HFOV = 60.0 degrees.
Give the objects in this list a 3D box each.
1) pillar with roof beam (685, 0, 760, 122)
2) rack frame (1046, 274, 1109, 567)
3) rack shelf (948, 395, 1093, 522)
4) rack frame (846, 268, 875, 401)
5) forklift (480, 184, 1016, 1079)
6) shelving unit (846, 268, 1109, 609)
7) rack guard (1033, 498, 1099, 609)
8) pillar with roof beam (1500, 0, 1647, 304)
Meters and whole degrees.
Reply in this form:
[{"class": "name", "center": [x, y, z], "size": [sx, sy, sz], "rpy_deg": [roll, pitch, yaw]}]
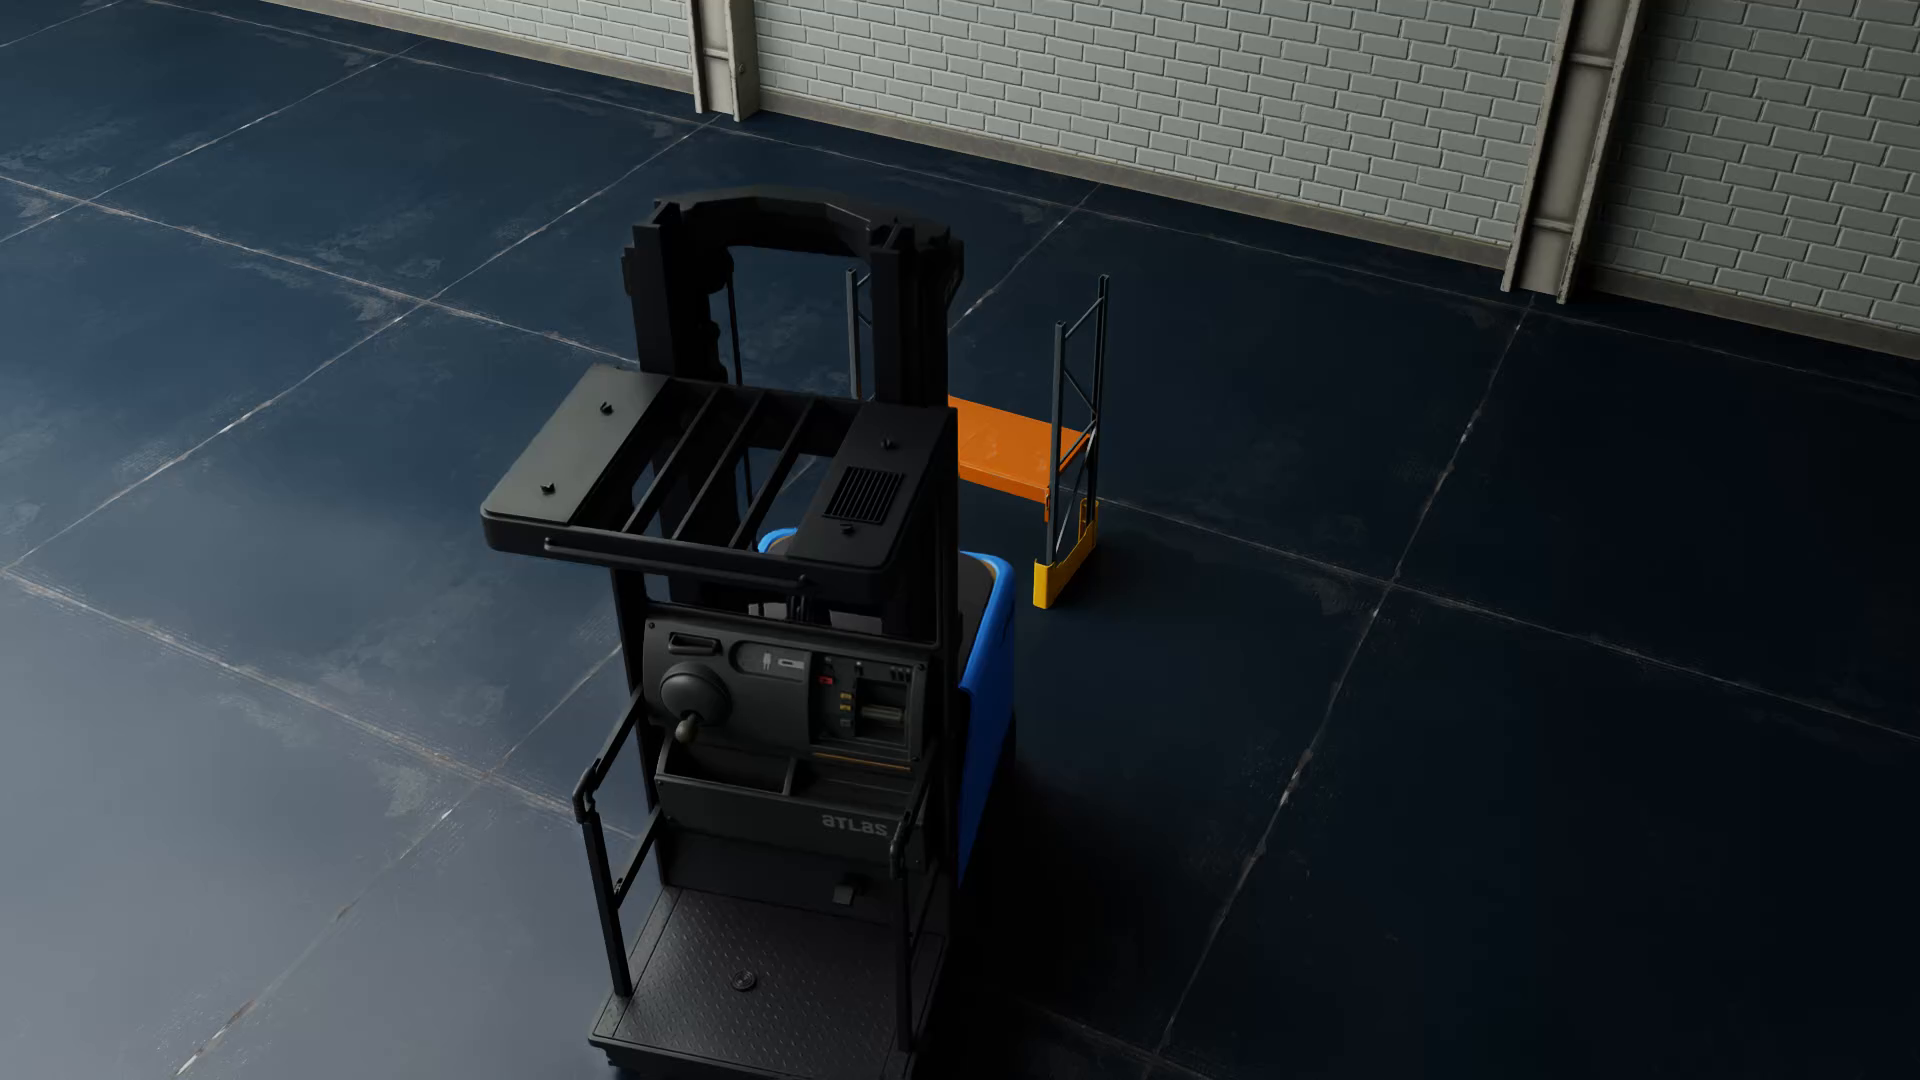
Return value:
[{"class": "pillar with roof beam", "center": [-3.719, -4.514, 6.754], "size": [0.400, 9.000, 9.100], "rpy_deg": [17, 41, 21]}, {"class": "rack frame", "center": [0.527, -0.432, 7.579], "size": [0.032, 1.500, 0.500], "rpy_deg": [17, 41, 21]}, {"class": "rack shelf", "center": [0.076, -0.430, 7.874], "size": [1.000, 0.185, 0.538], "rpy_deg": [17, 41, 21]}, {"class": "rack frame", "center": [-0.376, -0.715, 7.952], "size": [0.032, 1.500, 0.500], "rpy_deg": [17, 41, 21]}, {"class": "forklift", "center": [-0.603, 0.556, 5.093], "size": [1.130, 2.935, 3.031], "rpy_deg": [8, 38, 10]}, {"class": "shelving unit", "center": [0.068, -0.576, 7.769], "size": [1.083, 1.500, 0.587], "rpy_deg": [17, 41, 21]}, {"class": "rack guard", "center": [0.510, 0.060, 7.964], "size": [0.087, 0.250, 0.587], "rpy_deg": [17, 41, 21]}, {"class": "pillar with roof beam", "center": [1.609, -2.846, 4.556], "size": [0.400, 9.000, 9.100], "rpy_deg": [17, 41, 21]}]
